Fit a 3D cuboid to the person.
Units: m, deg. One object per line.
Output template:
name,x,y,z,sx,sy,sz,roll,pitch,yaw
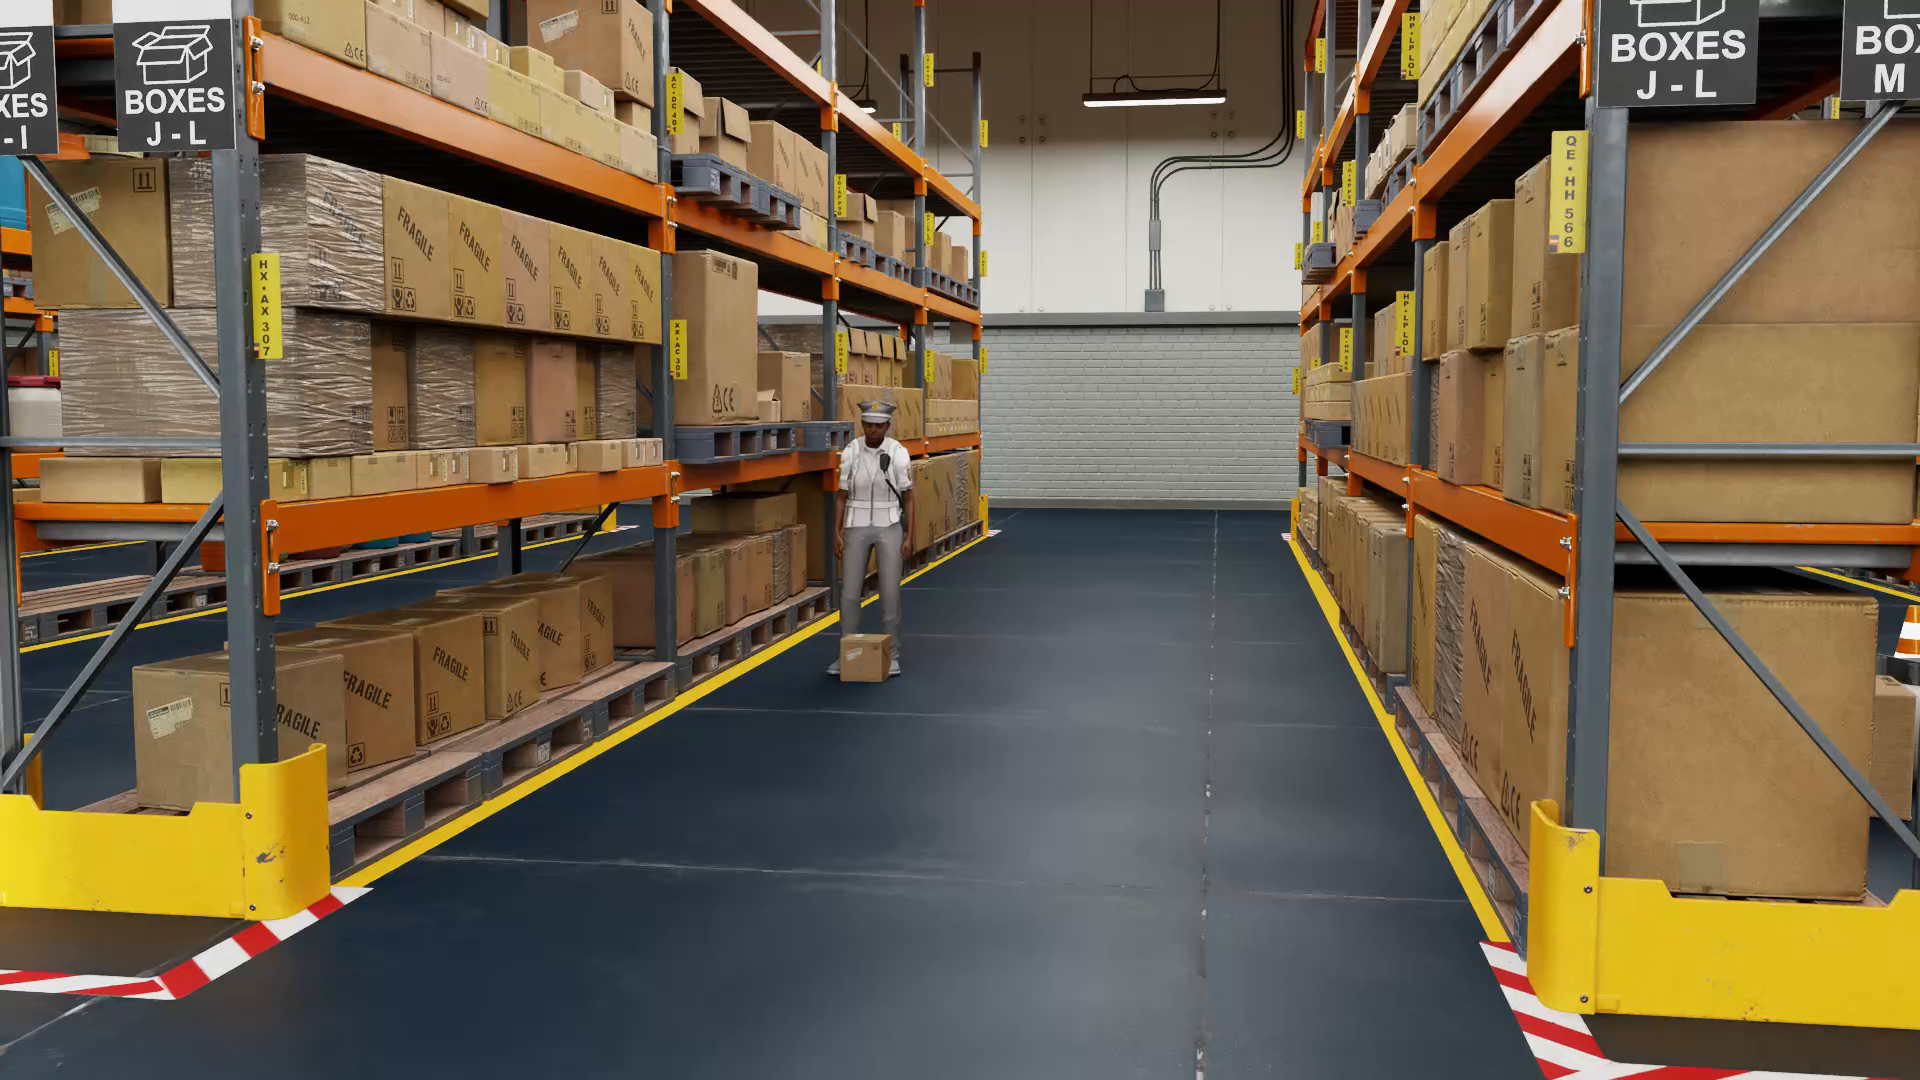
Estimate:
person,-0.550,-0.014,10.073,0.505,1.659,0.318,1,5,9
